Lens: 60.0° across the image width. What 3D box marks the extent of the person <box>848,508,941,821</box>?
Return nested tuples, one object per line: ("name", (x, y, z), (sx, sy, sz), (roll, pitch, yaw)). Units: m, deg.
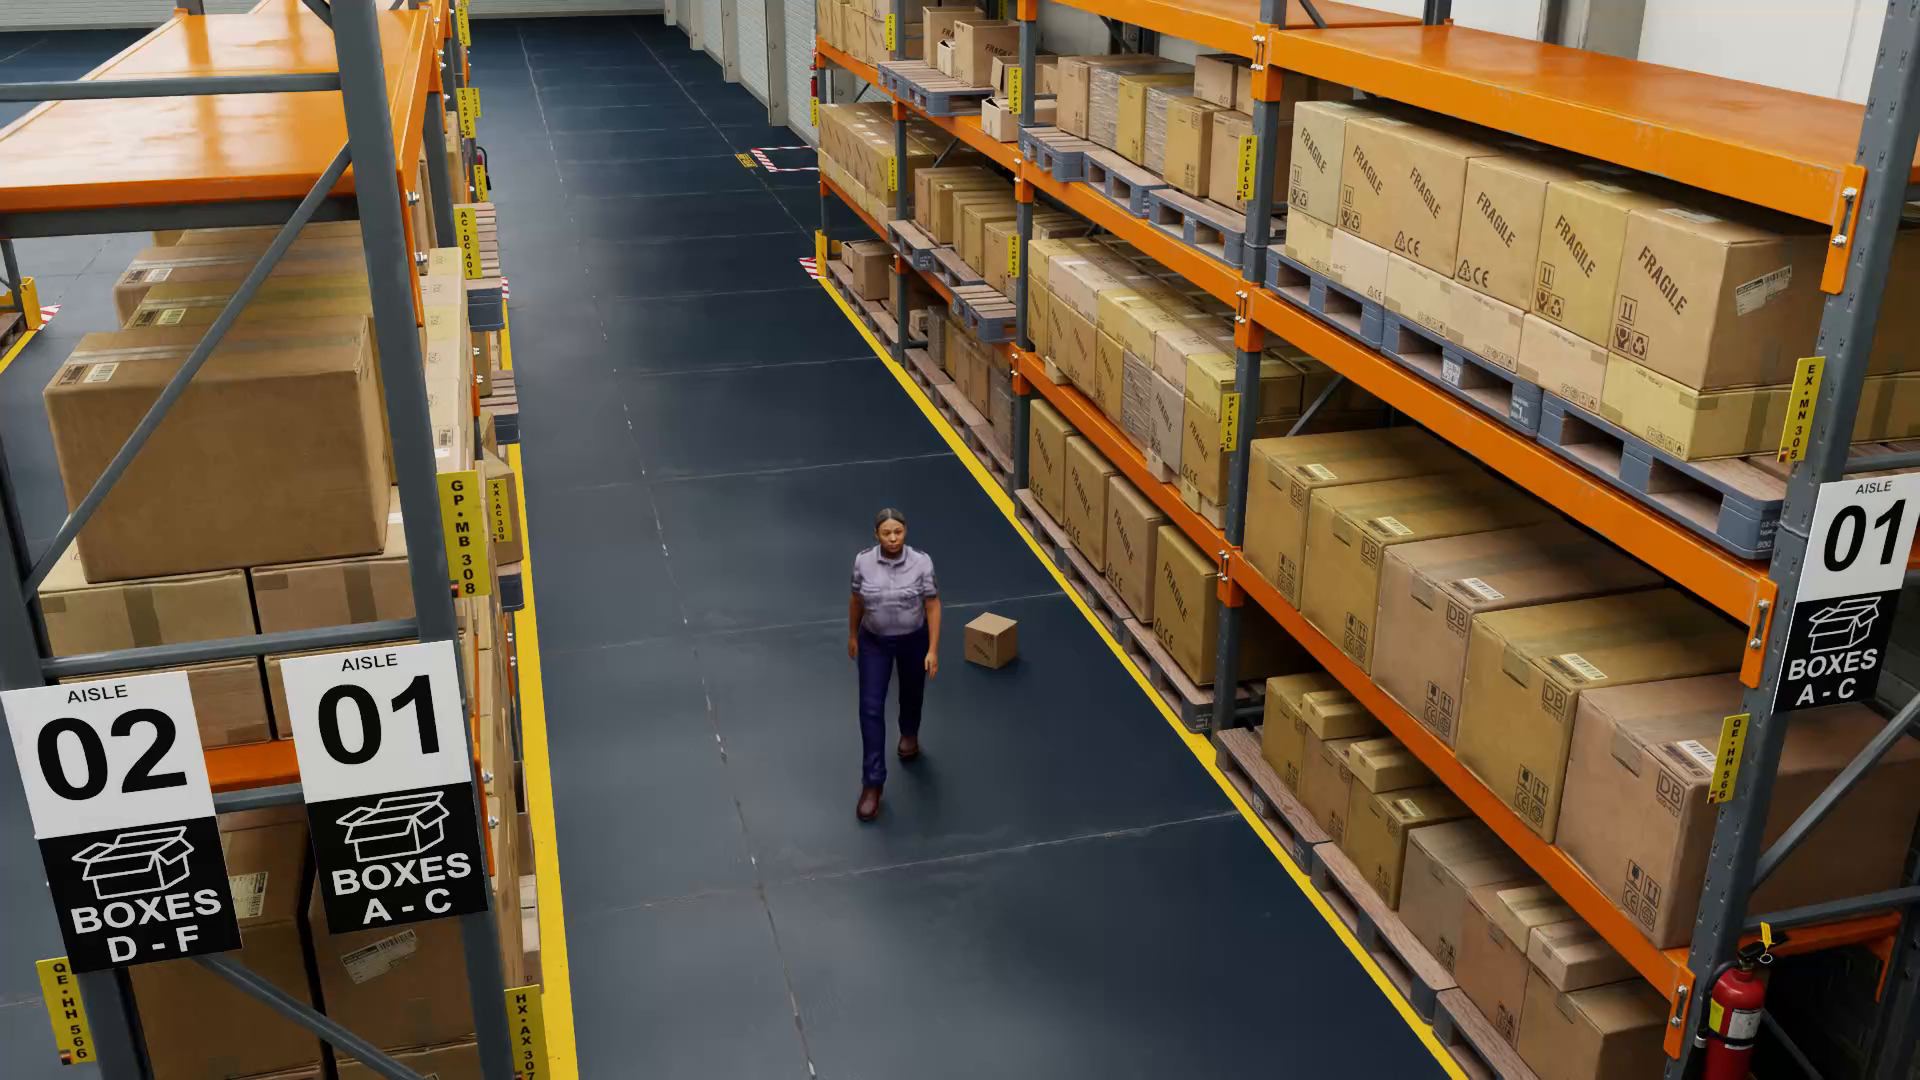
("person", (-0.360, 0.612, 9.196), (0.517, 1.607, 0.926), (-2, 23, -4))
